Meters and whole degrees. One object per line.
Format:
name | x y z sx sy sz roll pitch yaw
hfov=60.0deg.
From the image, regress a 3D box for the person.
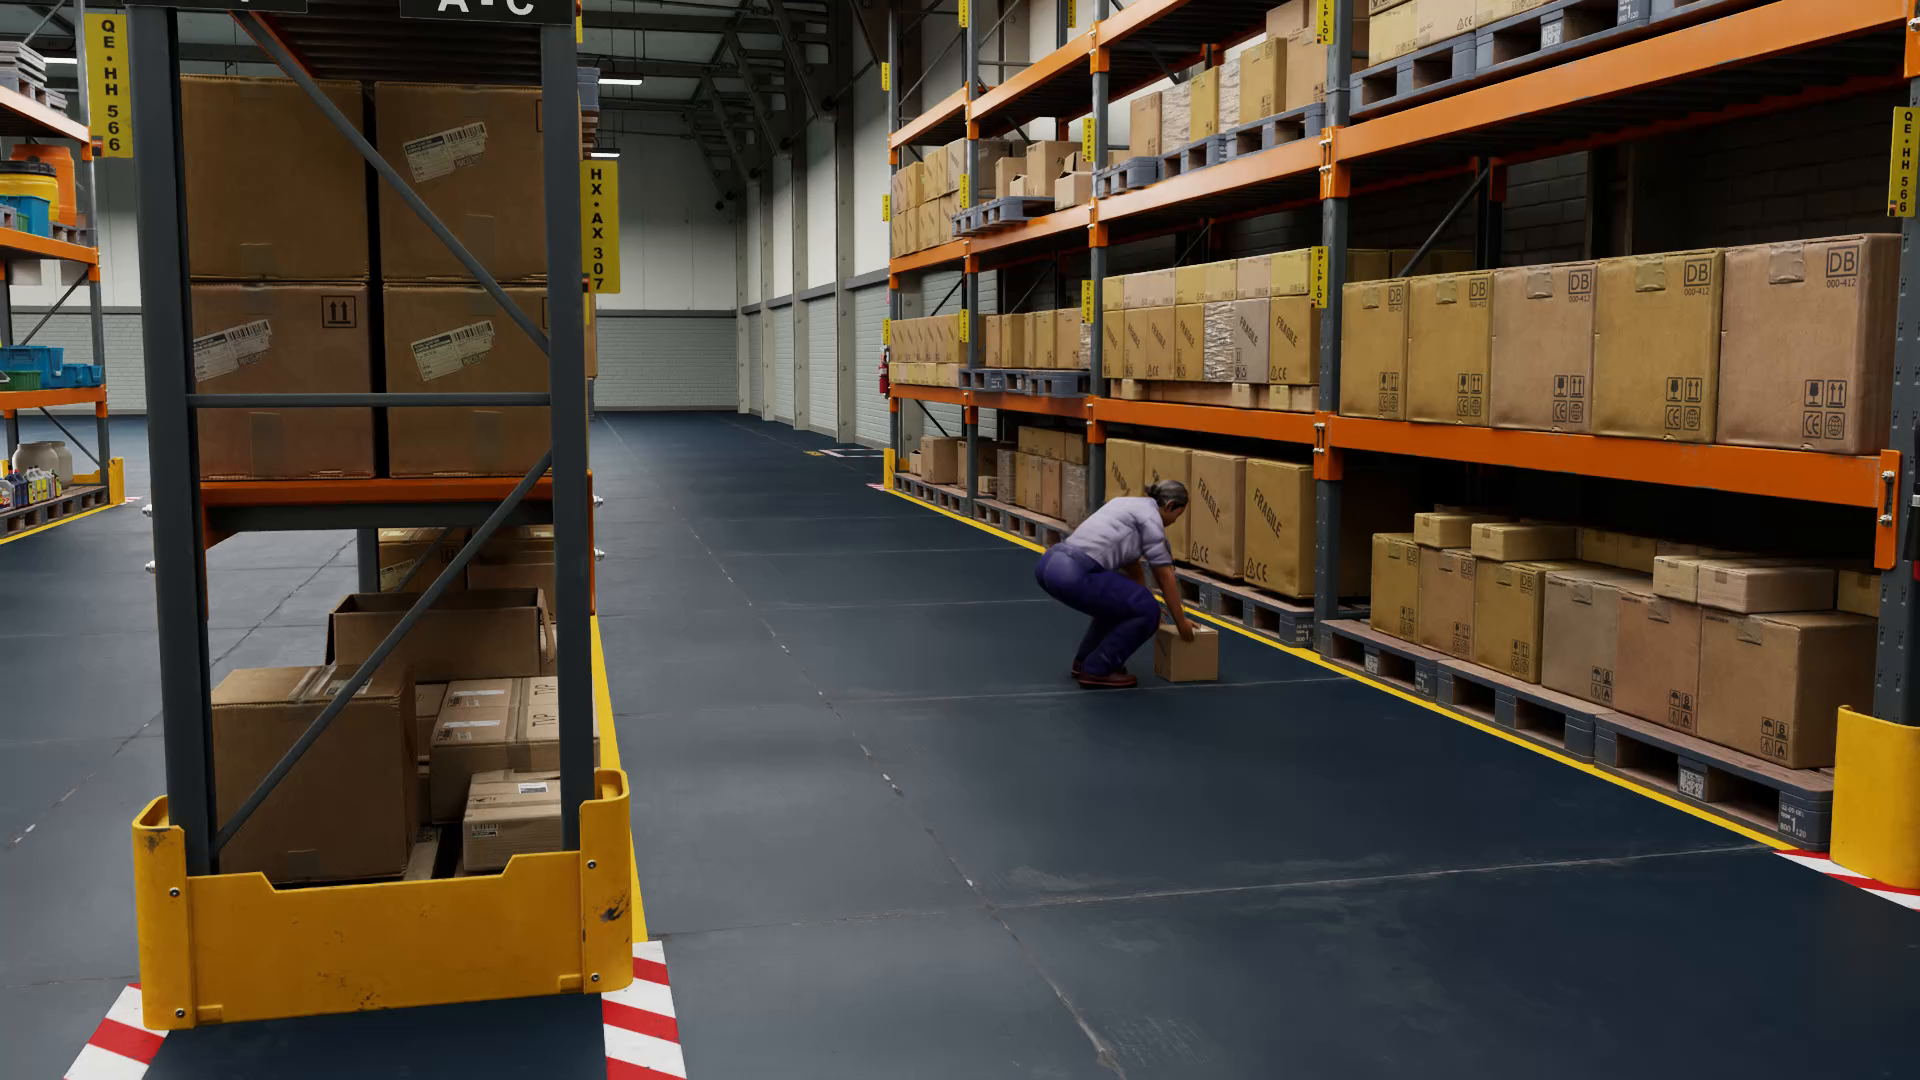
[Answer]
person | 0.804 0.208 8.334 0.729 1.005 0.530 -2 6 -14
